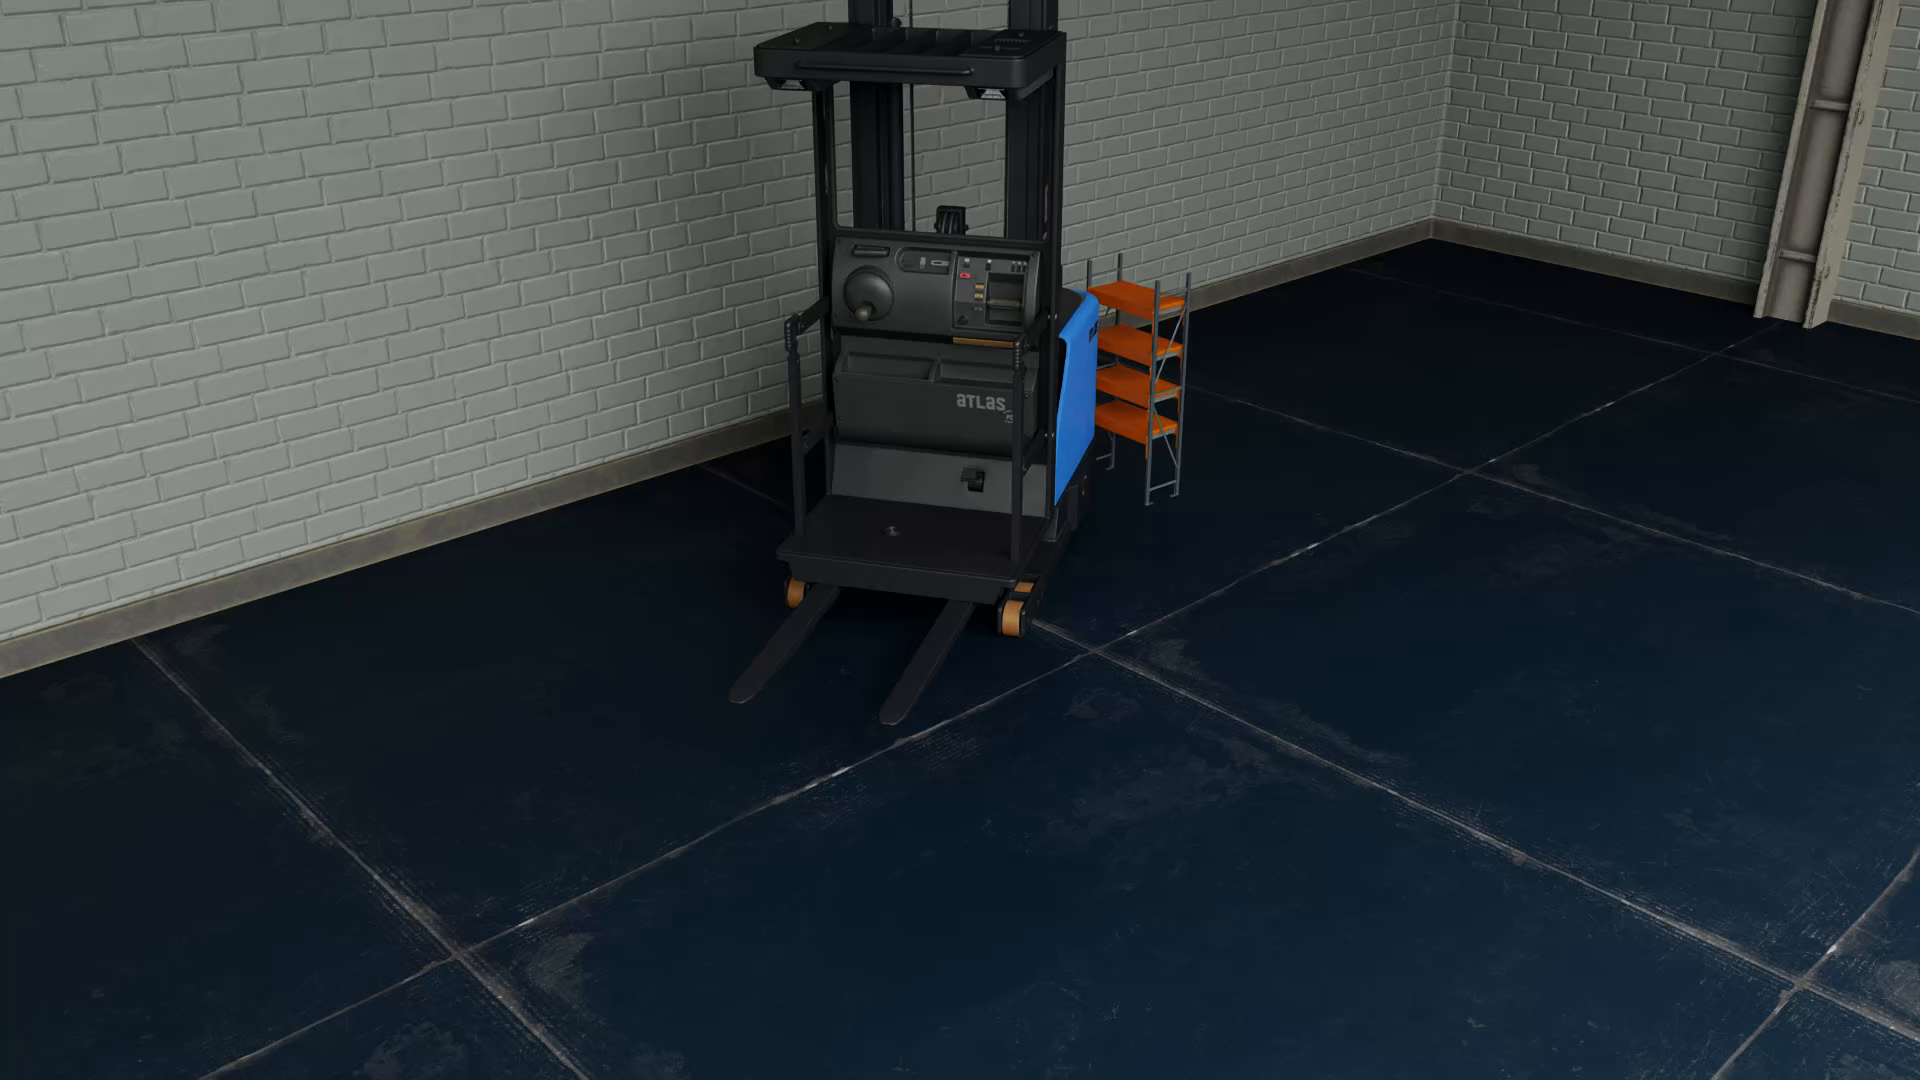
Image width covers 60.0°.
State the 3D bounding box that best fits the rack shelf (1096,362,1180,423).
[{"bbox_3d":[0.901,-0.772,8.659,0.258,0.148,0.480,-19,30,-35],"label":"rack shelf"}]

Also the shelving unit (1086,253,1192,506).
[{"bbox_3d":[0.901,-0.834,8.631,0.258,1.200,0.503,-19,30,-35],"label":"shelving unit"}]

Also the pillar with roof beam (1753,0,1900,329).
[{"bbox_3d":[2.680,-4.429,7.117,9.100,9.000,0.400,-21,32,-38],"label":"pillar with roof beam"}]

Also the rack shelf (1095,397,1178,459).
[{"bbox_3d":[0.901,-0.592,8.742,0.258,0.148,0.480,-19,30,-35],"label":"rack shelf"}]

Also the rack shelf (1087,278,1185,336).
[{"bbox_3d":[0.901,-1.191,8.468,0.258,0.148,0.480,-19,30,-35],"label":"rack shelf"}]

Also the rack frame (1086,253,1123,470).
[{"bbox_3d":[0.747,-0.912,8.804,0.240,1.200,0.015,-19,30,-35],"label":"rack frame"}]

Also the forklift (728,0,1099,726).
[{"bbox_3d":[-0.165,-1.084,7.095,1.130,2.935,3.031,6,25,14],"label":"forklift"}]

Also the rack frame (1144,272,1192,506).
[{"bbox_3d":[1.055,-0.755,8.459,0.240,1.200,0.015,-19,30,-35],"label":"rack frame"}]

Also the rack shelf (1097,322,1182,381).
[{"bbox_3d":[0.901,-0.976,8.567,0.258,0.148,0.480,-19,30,-35],"label":"rack shelf"}]
